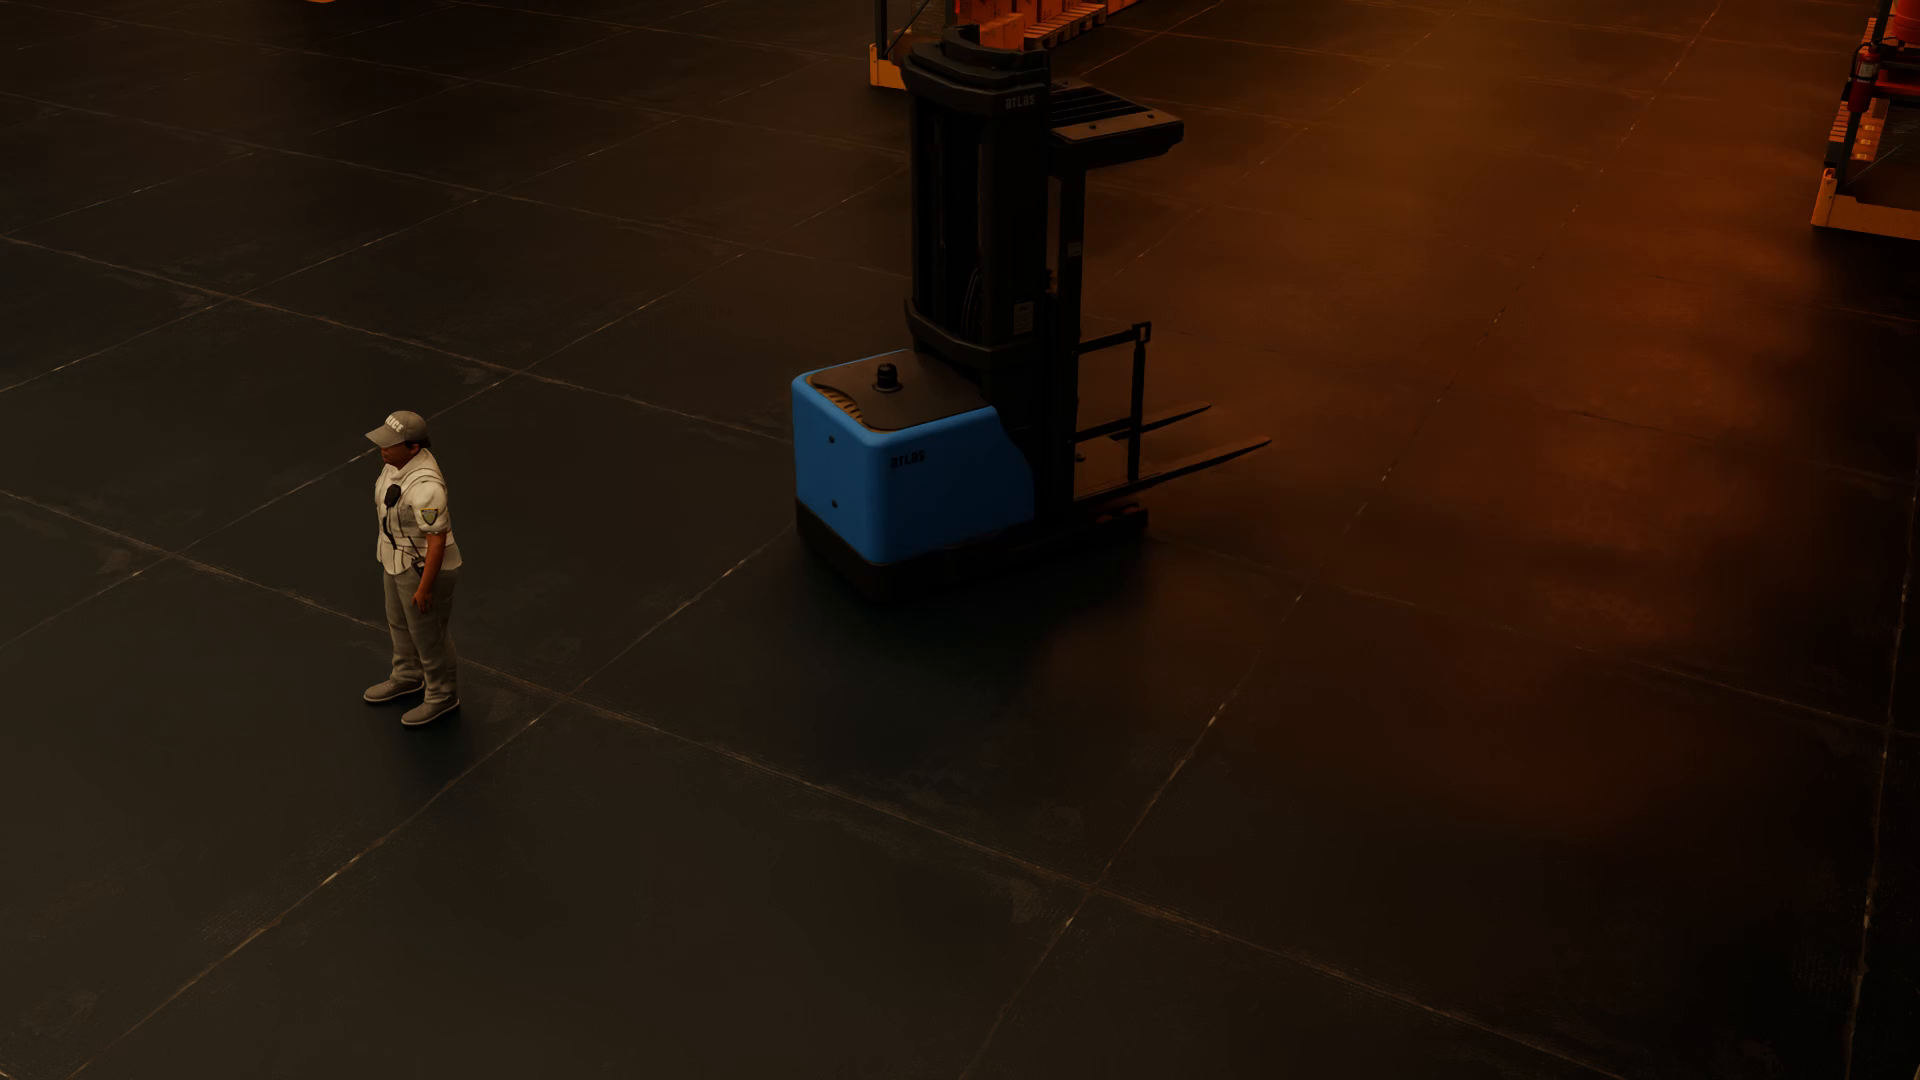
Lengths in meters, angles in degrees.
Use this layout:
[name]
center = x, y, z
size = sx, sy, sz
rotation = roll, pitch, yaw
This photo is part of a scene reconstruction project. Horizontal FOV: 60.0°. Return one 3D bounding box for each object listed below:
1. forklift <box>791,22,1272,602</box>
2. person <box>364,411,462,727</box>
[forklift]
center = 0.542, -1.462, 9.604
size = 3.031, 2.935, 1.130
rotation = -17, 34, -27
[person]
center = -2.712, 0.139, 8.081
size = 0.529, 1.670, 0.598
rotation = -17, 34, -27
